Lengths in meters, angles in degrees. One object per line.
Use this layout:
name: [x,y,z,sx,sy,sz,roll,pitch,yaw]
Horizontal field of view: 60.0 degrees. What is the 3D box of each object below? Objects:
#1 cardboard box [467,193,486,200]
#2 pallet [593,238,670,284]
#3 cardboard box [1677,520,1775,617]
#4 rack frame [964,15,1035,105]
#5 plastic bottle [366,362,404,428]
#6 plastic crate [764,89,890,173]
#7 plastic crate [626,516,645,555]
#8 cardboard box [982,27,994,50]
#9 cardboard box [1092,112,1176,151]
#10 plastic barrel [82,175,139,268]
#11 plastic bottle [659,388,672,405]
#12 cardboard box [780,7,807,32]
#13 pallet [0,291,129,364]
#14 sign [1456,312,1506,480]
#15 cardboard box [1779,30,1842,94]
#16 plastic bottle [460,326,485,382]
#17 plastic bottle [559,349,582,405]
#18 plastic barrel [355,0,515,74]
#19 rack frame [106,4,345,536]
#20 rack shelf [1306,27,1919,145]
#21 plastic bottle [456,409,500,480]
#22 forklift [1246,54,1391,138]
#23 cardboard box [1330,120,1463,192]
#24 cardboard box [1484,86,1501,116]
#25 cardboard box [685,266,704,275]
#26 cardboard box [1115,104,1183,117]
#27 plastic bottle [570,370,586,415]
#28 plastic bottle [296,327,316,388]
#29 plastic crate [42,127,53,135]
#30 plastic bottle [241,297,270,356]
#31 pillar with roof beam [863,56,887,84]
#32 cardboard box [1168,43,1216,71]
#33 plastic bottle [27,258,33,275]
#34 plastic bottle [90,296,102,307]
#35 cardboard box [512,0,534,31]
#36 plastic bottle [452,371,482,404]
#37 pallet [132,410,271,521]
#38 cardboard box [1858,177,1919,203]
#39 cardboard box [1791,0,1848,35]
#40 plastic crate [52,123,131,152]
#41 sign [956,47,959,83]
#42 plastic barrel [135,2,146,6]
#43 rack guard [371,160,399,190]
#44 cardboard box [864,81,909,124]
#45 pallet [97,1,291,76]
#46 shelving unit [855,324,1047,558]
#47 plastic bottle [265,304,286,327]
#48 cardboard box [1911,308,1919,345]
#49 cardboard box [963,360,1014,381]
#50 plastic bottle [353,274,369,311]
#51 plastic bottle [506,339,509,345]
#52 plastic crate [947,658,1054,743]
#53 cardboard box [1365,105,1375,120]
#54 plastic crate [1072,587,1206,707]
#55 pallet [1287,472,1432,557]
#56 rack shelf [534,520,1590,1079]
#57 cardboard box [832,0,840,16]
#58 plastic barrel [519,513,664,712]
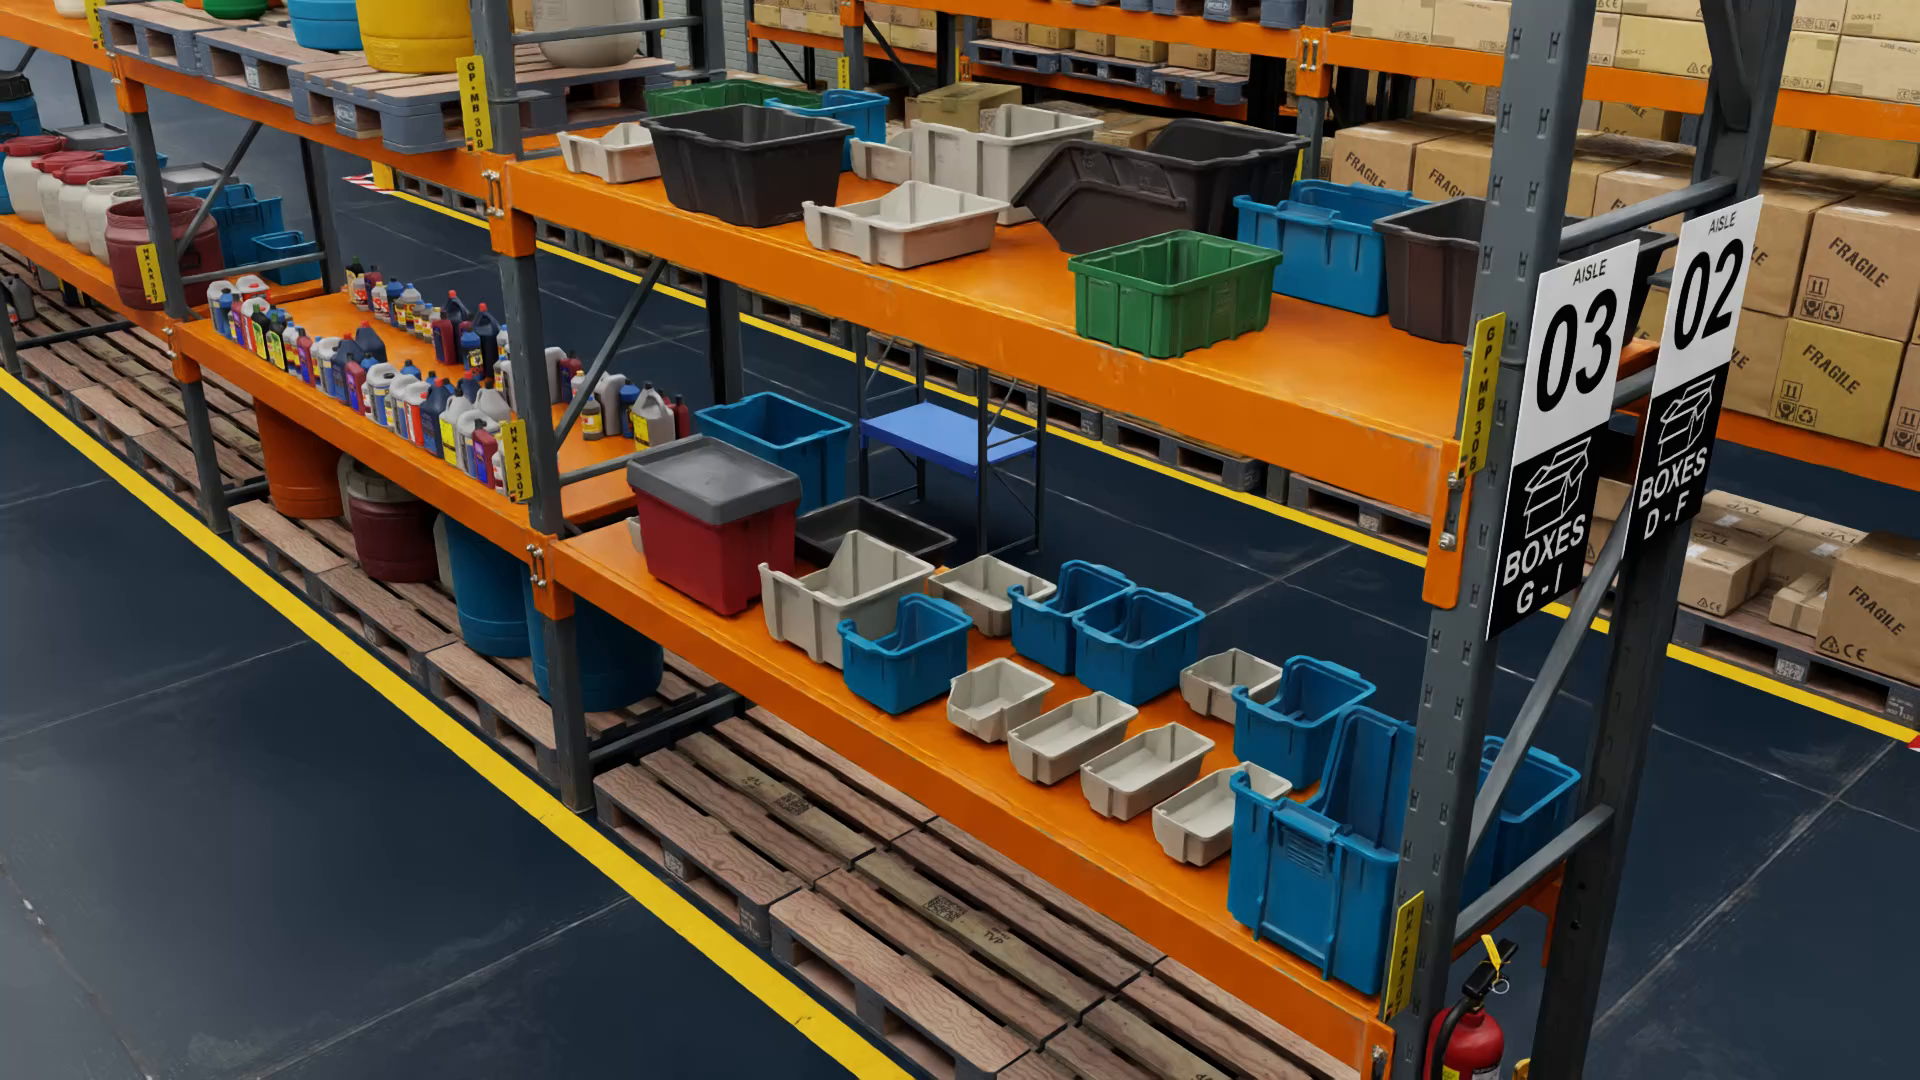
cardboard box: [-4.677,-3.636,16.913,0.500,0.250,0.500,-21,32,-38]
pallet: [-2.639,-2.684,15.378,1.003,0.211,1.213,-21,32,-38]
cardboard box: [3.852,0.131,8.632,0.500,0.250,0.500,-21,32,-38]
rack frame: [0.443,-5.571,18.347,1.000,3.000,0.127,-21,32,-38]
plastic bottle: [-2.671,-0.682,7.781,0.152,0.276,0.135,-21,32,-38]
plastic crate: [-0.466,-1.440,5.880,0.416,0.233,0.300,-21,32,-38]
plastic crate: [-1.107,-0.062,6.518,0.396,0.136,0.243,-21,32,-38]
cardboard box: [0.278,-5.715,18.820,0.500,0.250,0.500,-21,32,-38]
cardboard box: [1.044,-2.495,10.979,0.500,0.500,0.700,15,28,29]
plastic barrel: [-5.202,-1.978,10.337,0.421,0.512,0.421,0,25,0]
plastic bottle: [-1.352,-0.556,7.496,0.061,0.283,0.133,-21,32,-38]
cardboard box: [-1.824,-6.332,20.173,0.500,0.250,0.500,-22,33,-40]
pallet: [-7.218,-1.707,13.237,1.003,0.211,1.213,-21,32,-38]
sign: [1.022,-0.281,3.264,0.100,0.325,0.005,-21,32,-38]
cardboard box: [3.802,-2.209,7.544,0.500,0.250,0.500,-21,32,-38]
plastic bottle: [-2.448,-0.938,8.348,0.097,0.271,0.097,0,25,0]
plastic bottle: [-1.867,-0.785,7.997,0.061,0.283,0.133,-21,32,-38]
plastic barrel: [-2.093,-2.197,6.605,0.600,0.588,0.600,0,25,0]
rack frame: [-4.055,-1.549,9.530,1.000,3.000,0.127,-21,32,-38]
rack shelf: [3.664,-2.172,8.150,1.077,0.370,4.000,-21,32,-38]
plastic bottle: [-2.076,-0.419,7.203,0.152,0.276,0.135,-21,32,-38]
forklift: [2.971,-3.302,13.457,1.130,2.935,3.031,15,28,29]
cardboard box: [2.414,-2.018,9.235,0.500,0.500,0.500,-20,31,-37]
cardboard box: [4.718,-3.712,13.769,0.500,0.500,0.500,-21,32,-38]
cardboard box: [-2.025,-2.446,14.305,0.500,0.250,0.500,-20,32,-38]
cardboard box: [1.947,-4.311,17.165,0.500,0.250,0.500,-21,32,-39]
plastic bottle: [-1.802,-0.707,7.926,0.097,0.201,0.097,0,25,0]
plastic bottle: [-3.239,-0.910,8.270,0.061,0.283,0.133,-21,32,-38]
plastic crate: [-7.511,-3.155,13.308,0.450,0.188,0.662,-21,32,-38]
plastic bottle: [-3.679,-1.129,8.760,0.152,0.276,0.135,-21,32,-38]
pillar with roof beam: [-4.324,-8.324,17.155,9.100,9.000,0.400,-21,32,-38]
cardboard box: [2.446,-4.906,16.239,0.500,0.500,0.700,20,31,37]
plastic bottle: [-7.873,-2.390,14.118,0.061,0.283,0.133,-21,32,-38]
plastic bottle: [-6.928,-2.032,13.343,0.152,0.276,0.135,-20,31,-37]
cardboard box: [-3.825,-5.086,15.600,0.700,0.500,0.500,-21,32,-39]
plastic bottle: [-2.209,-0.597,7.503,0.144,0.351,0.185,-21,32,-38]
pallet: [-4.556,-0.526,10.648,1.003,0.211,1.213,-21,32,-38]
cardboard box: [4.557,-1.395,7.868,0.500,0.500,0.500,-21,32,-38]
cardboard box: [3.813,-2.440,7.449,0.500,0.250,0.500,-21,32,-38]
plastic crate: [-6.235,-2.730,12.042,0.402,0.464,0.583,-21,32,-38]
sign: [-0.047,-3.600,12.728,0.100,0.325,0.005,-21,32,-38]
plastic barrel: [-4.458,-3.452,9.484,0.600,0.901,0.600,0,25,0]
rack guard: [-5.921,-4.246,18.456,1.175,0.500,0.348,-21,32,-38]
cardboard box: [-1.030,-5.201,20.019,0.500,0.500,0.700,21,32,39]
pallet: [-3.604,-2.568,8.378,1.003,0.211,1.213,-21,32,-38]
shelving unit: [-0.058,-0.708,9.495,0.538,1.500,1.048,-21,32,-38]
plastic bottle: [-3.576,-1.101,8.705,0.097,0.271,0.097,0,25,0]
cardboard box: [4.526,-1.086,7.191,0.500,0.500,0.500,-22,32,-39]
cardboard box: [0.367,-1.486,11.875,0.500,0.500,0.500,-22,32,-39]
plastic bottle: [-3.402,-1.416,9.480,0.097,0.201,0.097,0,25,0]
plastic bottle: [-2.210,-0.920,8.308,0.097,0.271,0.097,0,25,0]
plastic crate: [0.112,0.518,5.245,0.298,0.136,0.250,-21,32,-38]
cardboard box: [3.780,-3.864,14.884,0.380,0.149,0.250,-22,32,-39]
plastic crate: [0.584,0.357,5.483,0.416,0.233,0.300,-21,32,-38]
pallet: [2.766,-0.264,10.074,1.003,0.211,1.213,-21,32,-38]
rack shelf: [0.046,0.597,5.695,1.077,0.370,4.000,-21,32,-38]
cardboard box: [-1.144,-6.371,19.354,0.500,0.500,0.500,-20,31,-37]
plastic barrel: [-1.681,0.257,7.594,0.600,0.901,0.708,-21,32,-38]
